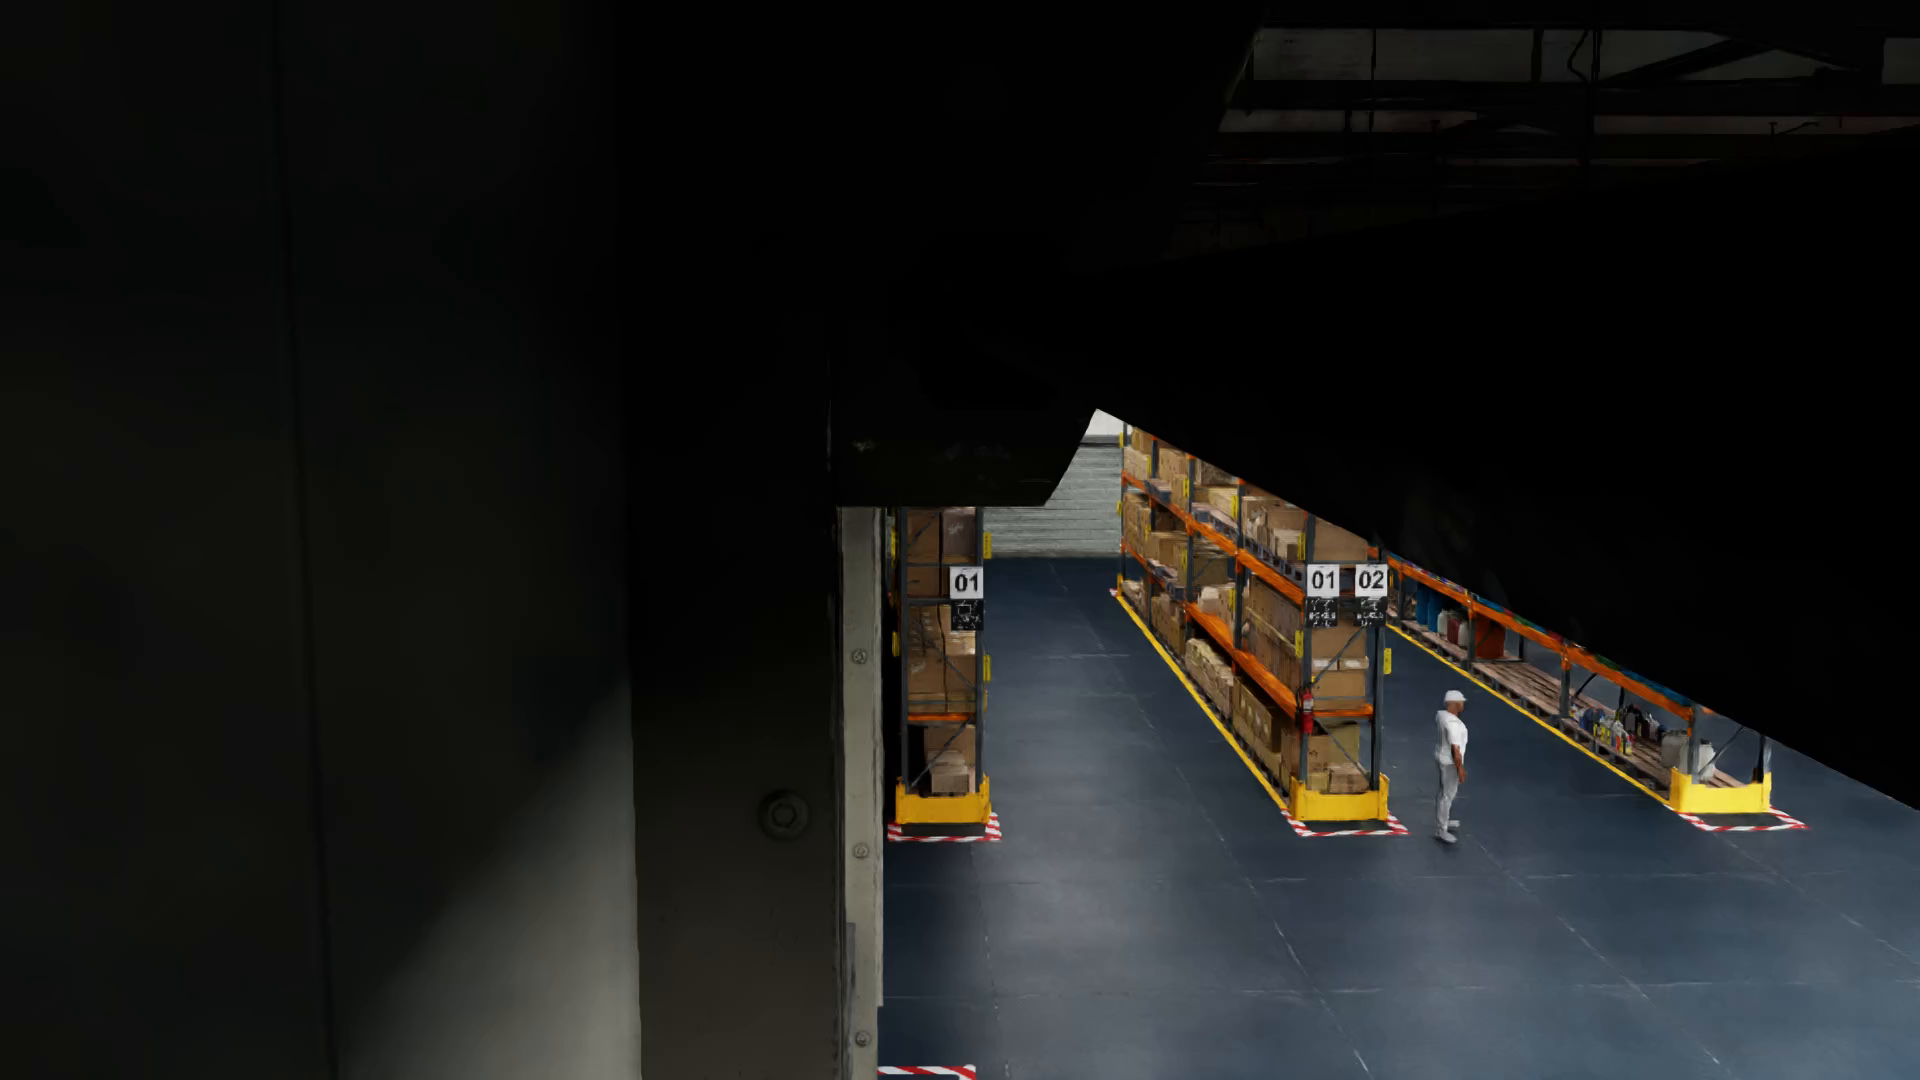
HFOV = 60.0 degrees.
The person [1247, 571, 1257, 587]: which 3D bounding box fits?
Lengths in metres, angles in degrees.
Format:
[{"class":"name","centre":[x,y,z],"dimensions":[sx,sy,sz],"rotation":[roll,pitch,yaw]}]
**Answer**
[{"class":"person","centre":[5.799,1.083,31.814],"dimensions":[0.639,1.604,0.497],"rotation":[-1,8,-4]}]

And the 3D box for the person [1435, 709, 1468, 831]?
[{"class":"person","centre":[5.859,2.756,19.890],"dimensions":[0.335,1.437,0.609],"rotation":[0,8,3]}]
